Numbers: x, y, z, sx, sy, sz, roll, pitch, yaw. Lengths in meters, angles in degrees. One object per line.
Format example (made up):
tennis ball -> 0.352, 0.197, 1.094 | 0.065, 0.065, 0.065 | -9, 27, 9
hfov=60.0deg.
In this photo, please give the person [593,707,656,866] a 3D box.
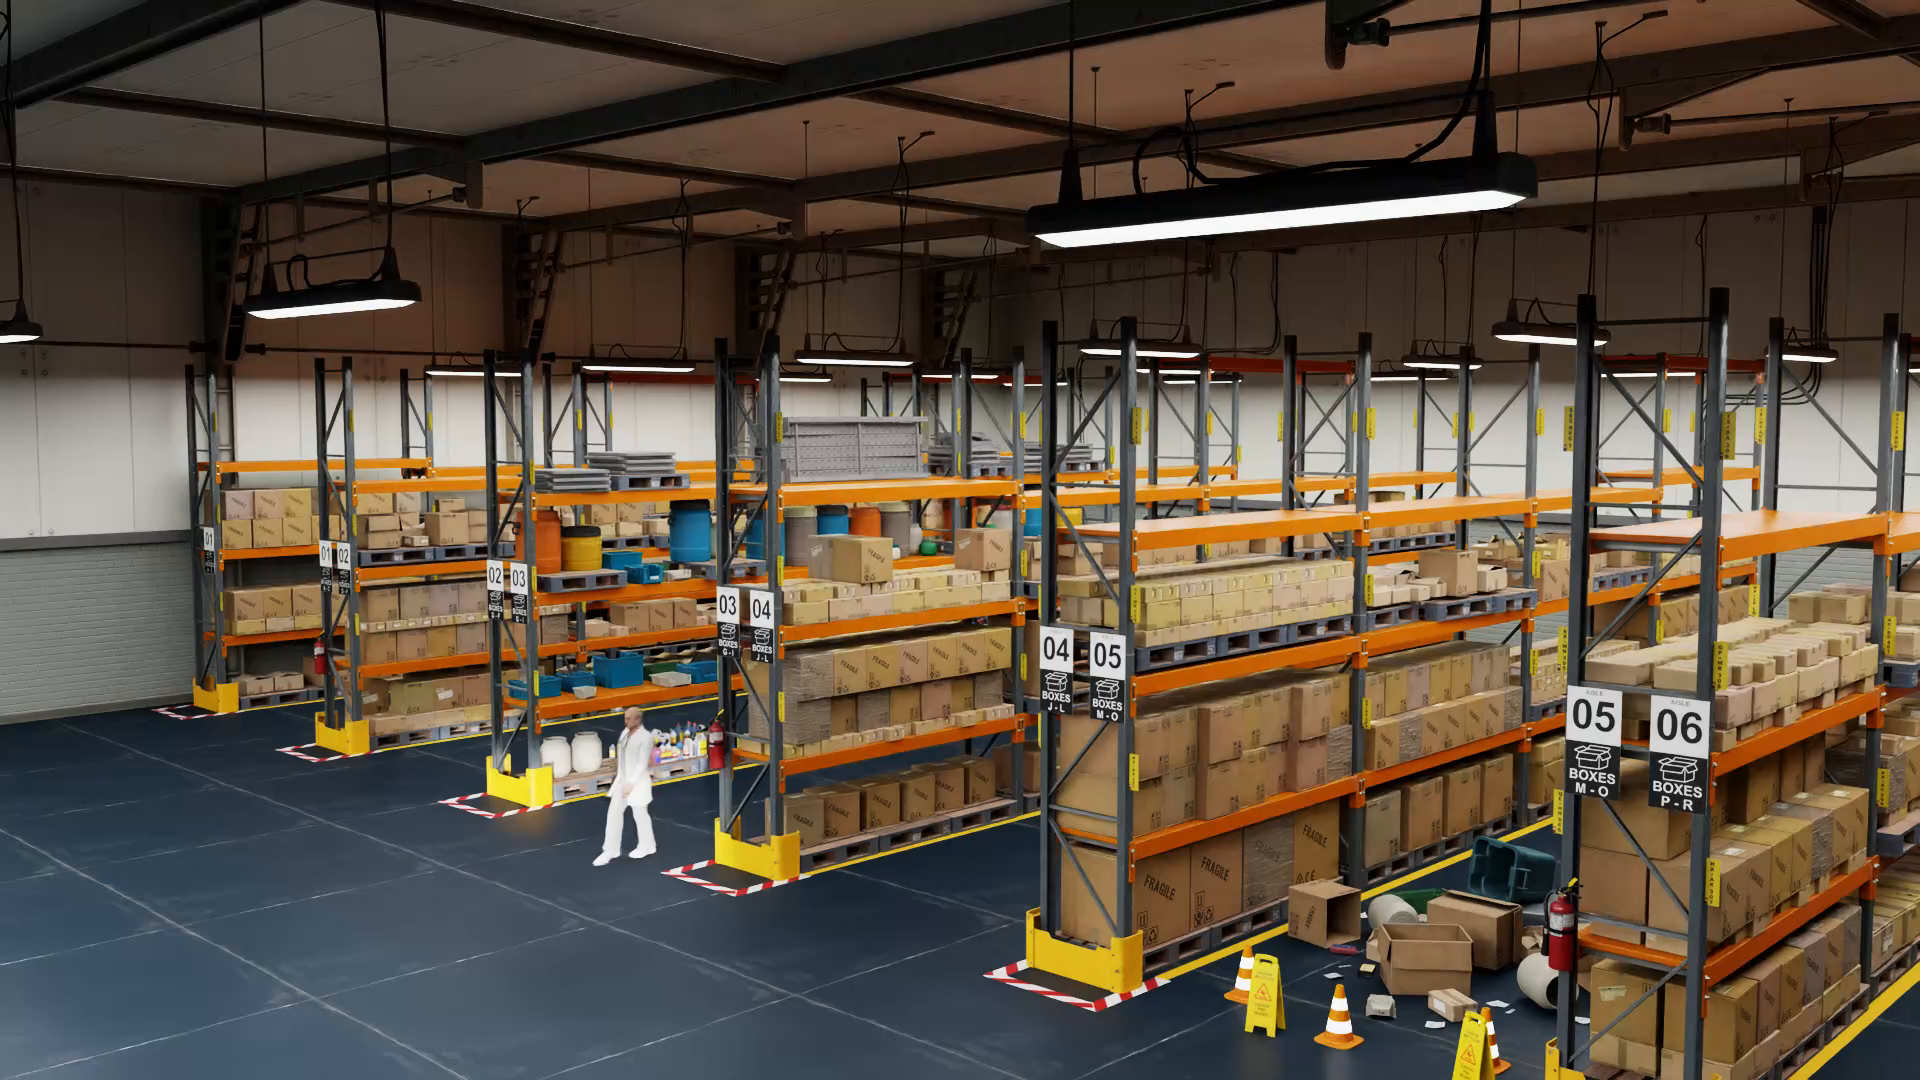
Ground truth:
person -> -3.836, 2.820, 19.127 | 0.614, 1.794, 0.795 | 4, 6, 40
